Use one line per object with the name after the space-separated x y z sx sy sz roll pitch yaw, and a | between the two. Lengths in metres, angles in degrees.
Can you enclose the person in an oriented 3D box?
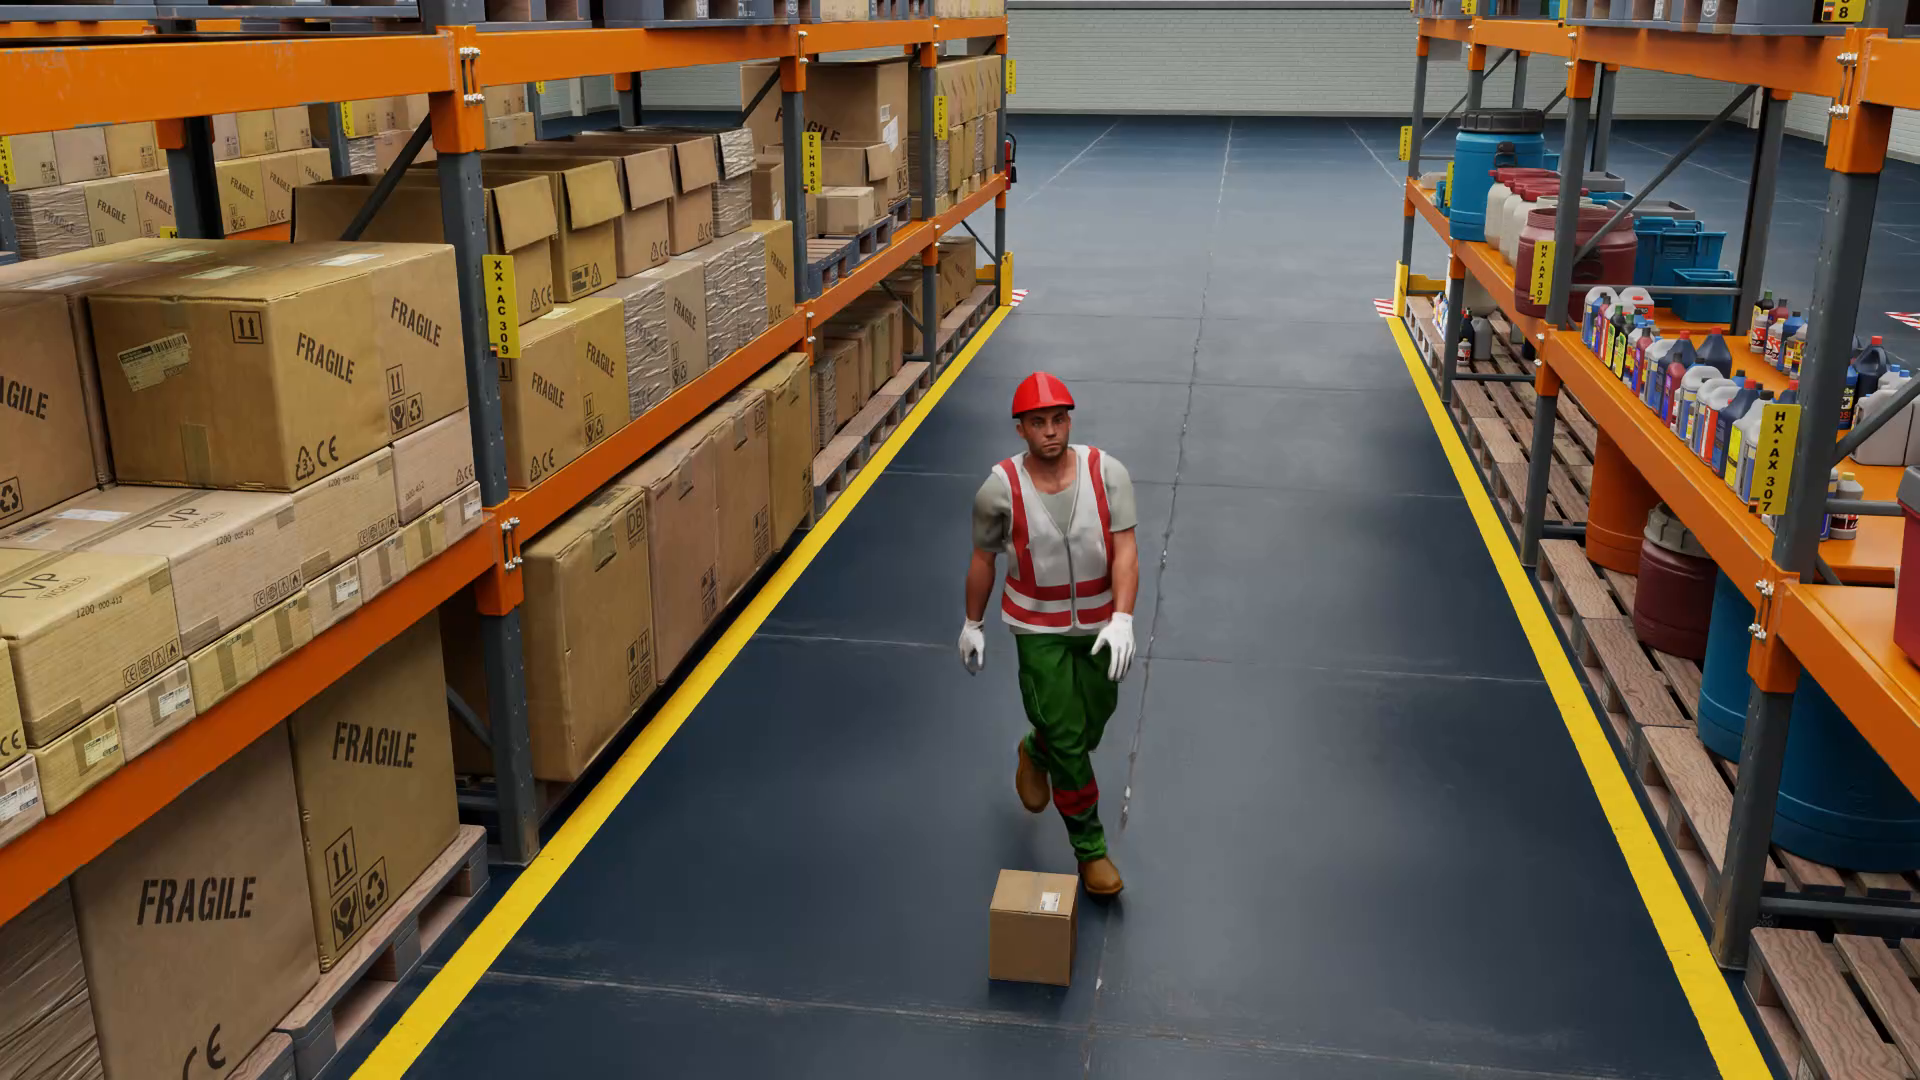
0.287 0.278 5.649 0.543 1.761 0.851 -5 18 -15 | person
